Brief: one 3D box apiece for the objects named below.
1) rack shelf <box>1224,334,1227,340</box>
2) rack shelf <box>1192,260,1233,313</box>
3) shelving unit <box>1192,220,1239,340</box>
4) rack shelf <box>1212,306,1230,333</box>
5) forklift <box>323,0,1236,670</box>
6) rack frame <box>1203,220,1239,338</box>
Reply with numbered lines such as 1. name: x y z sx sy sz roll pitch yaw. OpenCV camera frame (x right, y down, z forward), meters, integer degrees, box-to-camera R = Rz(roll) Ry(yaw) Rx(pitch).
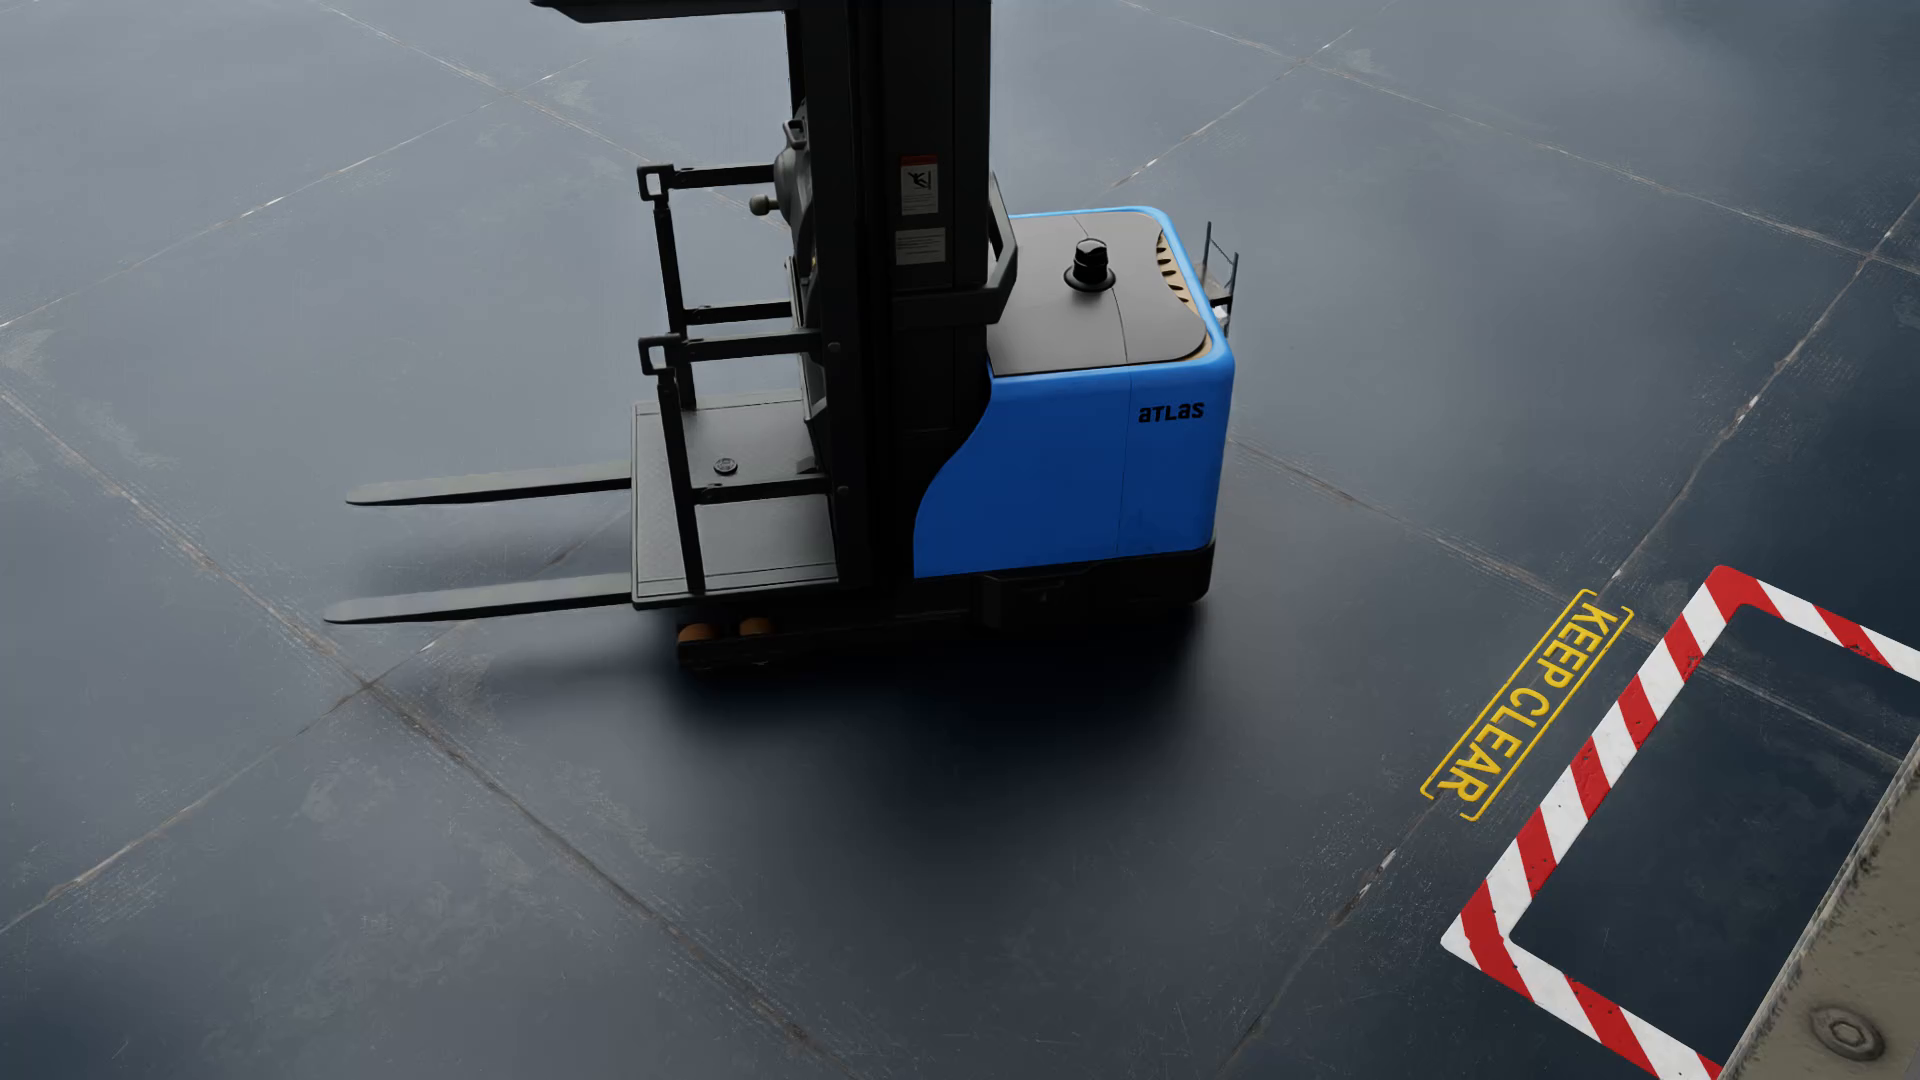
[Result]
1. rack shelf: 0.861 -0.790 6.286 0.200 0.077 0.258 -13 44 -15
2. rack shelf: 0.861 -0.923 6.165 0.200 0.077 0.258 -13 44 -15
3. shelving unit: 0.861 -0.748 6.324 0.210 0.900 0.258 -13 44 -15
4. rack shelf: 0.861 -0.857 6.226 0.200 0.077 0.258 -13 44 -15
5. forklift: -0.676 -1.021 5.115 3.031 2.935 1.130 -6 43 -6
6. rack frame: 0.956 -0.771 6.350 0.006 0.900 0.240 -13 44 -15
